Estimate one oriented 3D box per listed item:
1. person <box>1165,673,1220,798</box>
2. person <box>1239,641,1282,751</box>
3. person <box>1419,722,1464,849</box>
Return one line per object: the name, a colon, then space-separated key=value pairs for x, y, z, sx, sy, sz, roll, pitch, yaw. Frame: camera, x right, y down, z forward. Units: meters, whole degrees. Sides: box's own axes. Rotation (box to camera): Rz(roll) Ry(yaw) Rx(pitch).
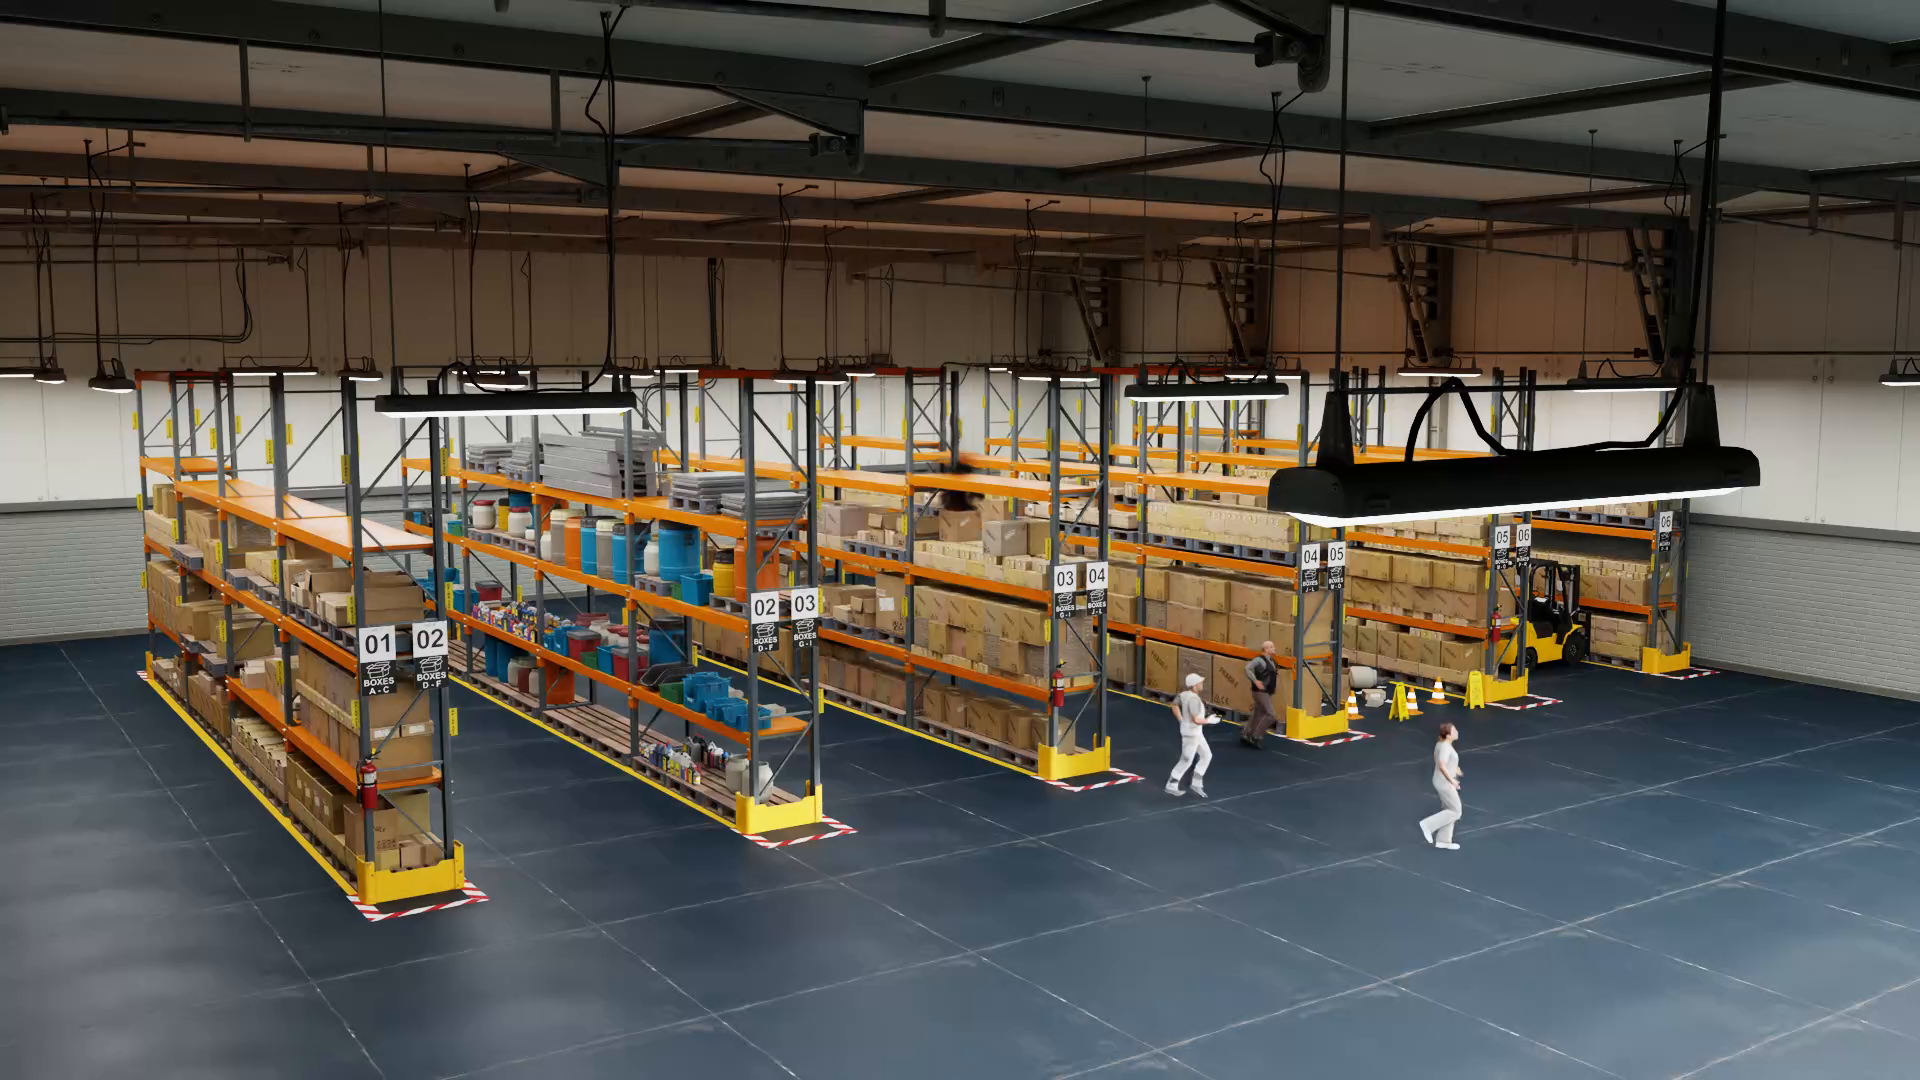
person: x=3.294 y=2.793 z=23.552 sx=0.764 sy=1.826 sz=0.641 roll=1 pitch=6 yaw=6
person: x=4.851 y=2.490 z=26.717 sx=0.661 sy=1.752 sz=0.641 roll=4 pitch=7 yaw=29
person: x=6.164 y=3.134 z=21.265 sx=0.609 sy=1.639 sz=0.561 roll=0 pitch=6 yaw=3
